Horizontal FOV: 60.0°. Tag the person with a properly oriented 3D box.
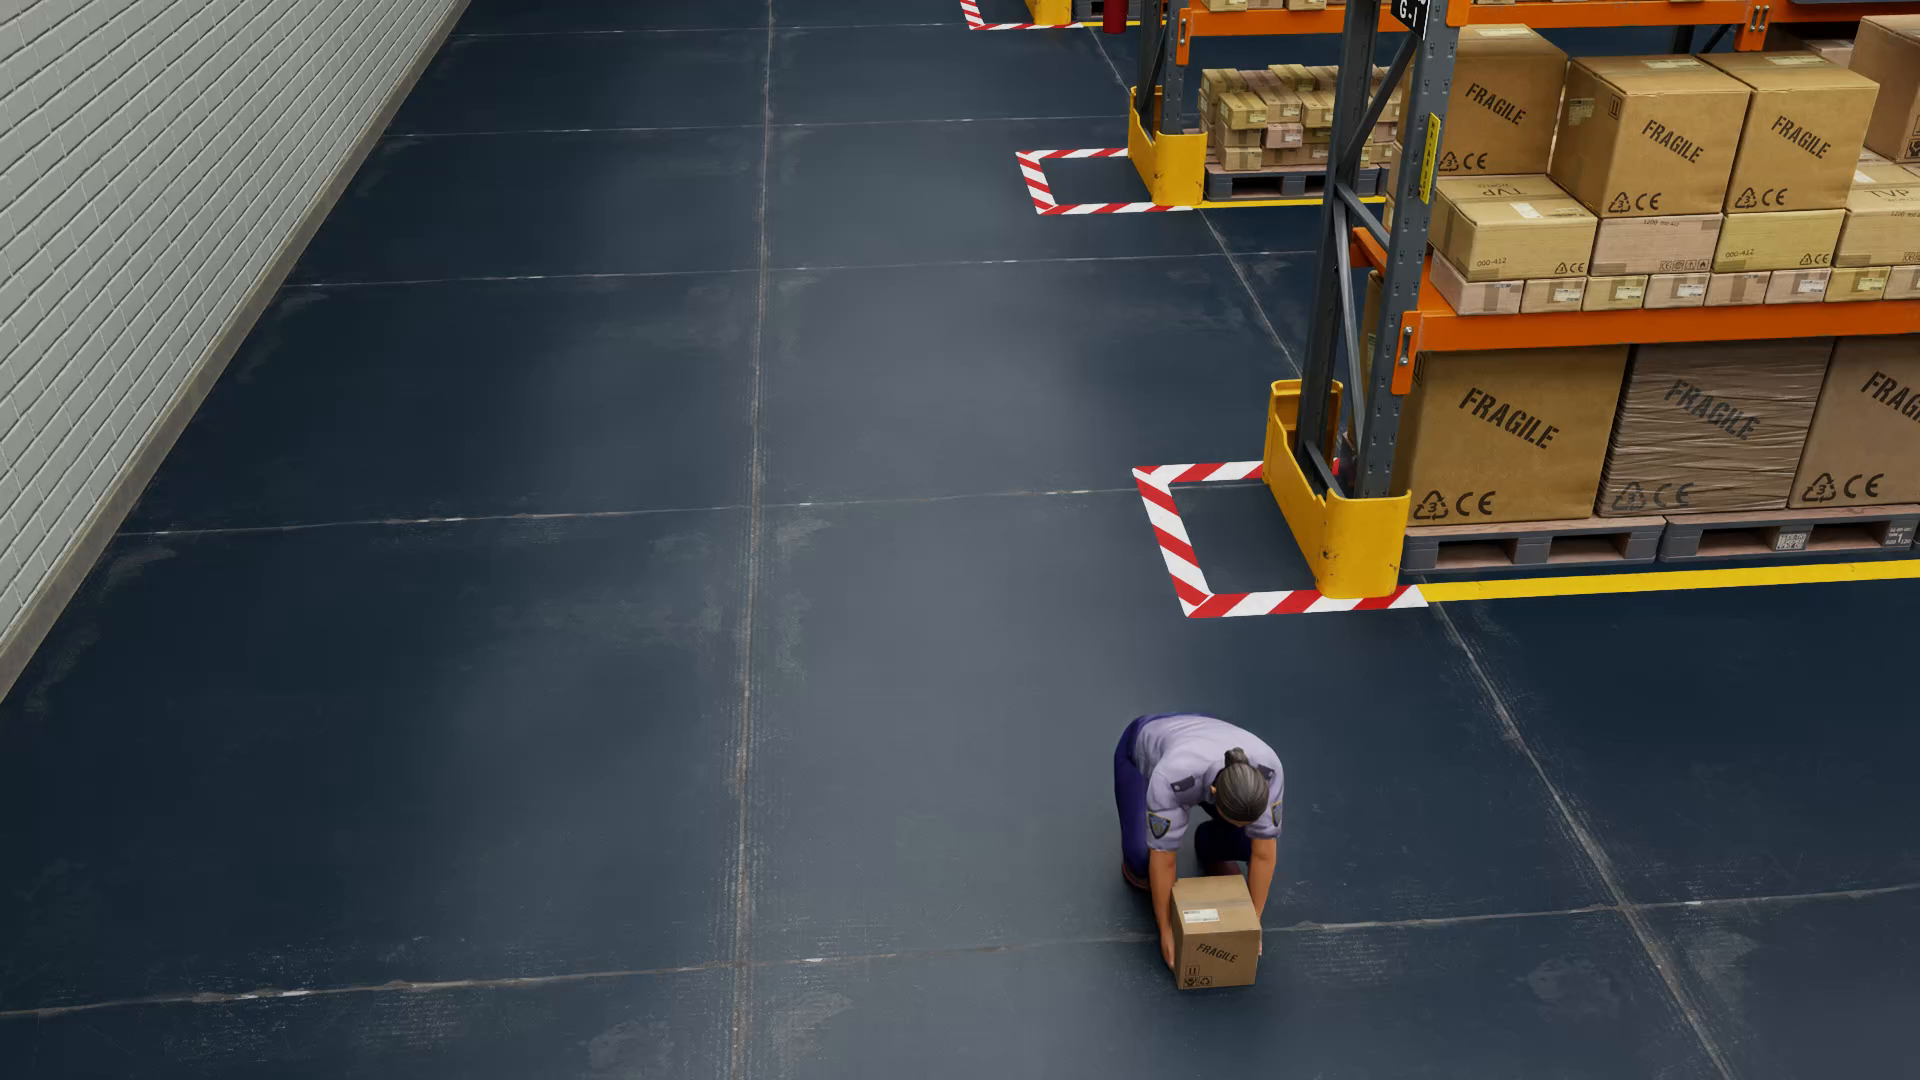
[{"bbox_3d":[0.786,0.886,5.557,0.515,0.788,0.823,-3,31,-4],"label":"person"}]
